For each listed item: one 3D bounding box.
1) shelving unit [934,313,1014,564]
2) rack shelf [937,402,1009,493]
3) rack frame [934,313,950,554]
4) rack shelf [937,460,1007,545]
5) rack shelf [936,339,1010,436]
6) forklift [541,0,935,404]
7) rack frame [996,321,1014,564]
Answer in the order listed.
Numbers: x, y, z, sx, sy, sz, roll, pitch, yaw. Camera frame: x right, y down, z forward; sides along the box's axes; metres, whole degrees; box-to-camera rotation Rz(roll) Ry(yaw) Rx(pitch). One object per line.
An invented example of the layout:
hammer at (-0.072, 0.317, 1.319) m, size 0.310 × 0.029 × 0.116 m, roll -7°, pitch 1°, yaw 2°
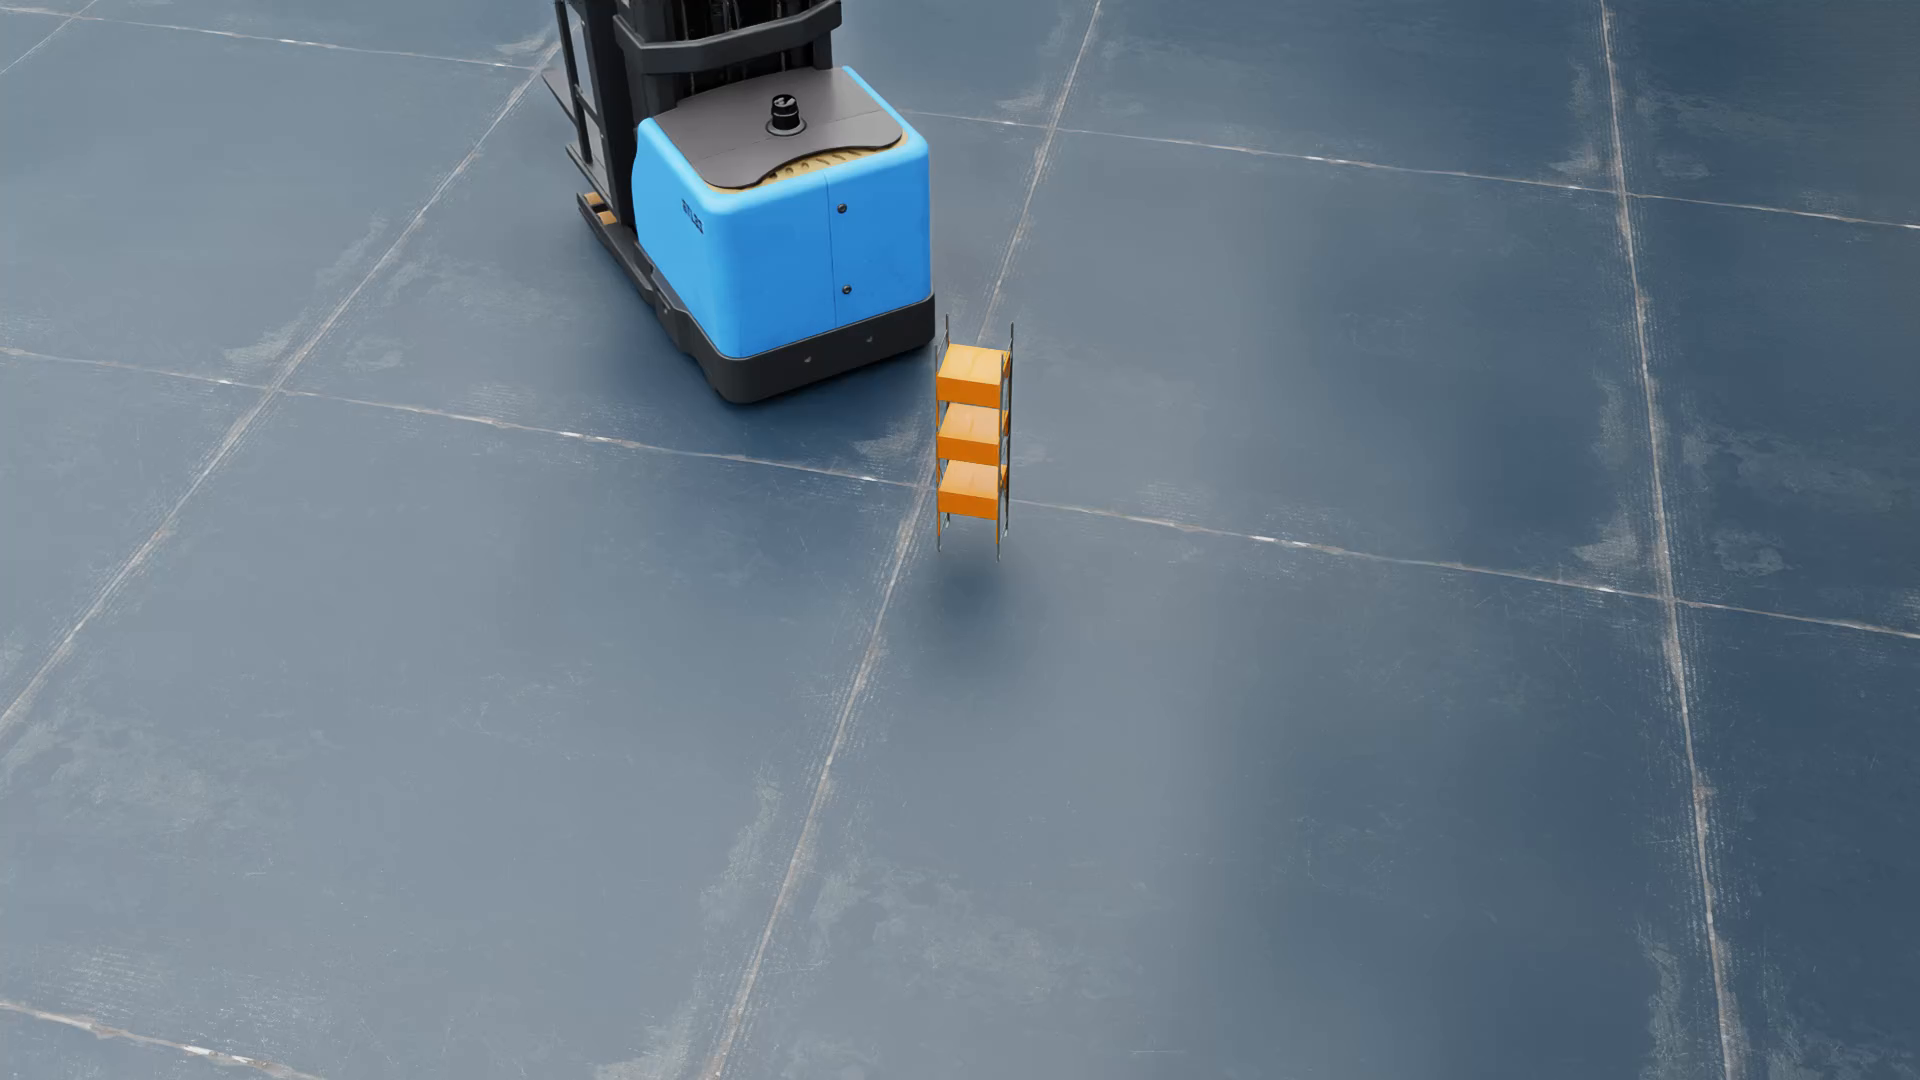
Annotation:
shelving unit at (0.052, -0.370, 6.378) m, size 0.252 × 1.050 × 0.215 m, roll 9°, pitch 45°, yaw 9°
rack shelf at (0.052, -0.363, 6.385) m, size 0.240 × 0.259 × 0.215 m, roll 9°, pitch 45°, yaw 9°
rack frame at (-0.067, -0.389, 6.397) m, size 0.008 × 1.050 × 0.200 m, roll 9°, pitch 45°, yaw 9°
rack shelf at (0.052, -0.162, 6.578) m, size 0.240 × 0.259 × 0.215 m, roll 9°, pitch 45°, yaw 9°
rack shelf at (0.052, -0.567, 6.188) m, size 0.240 × 0.259 × 0.215 m, roll 9°, pitch 45°, yaw 9°
forklift at (-1.268, -2.667, 7.408) m, size 1.130 × 2.935 × 3.031 m, roll -21°, pitch 48°, yaw -20°
rack frame at (0.171, -0.352, 6.358) m, size 0.008 × 1.050 × 0.200 m, roll 9°, pitch 45°, yaw 9°
